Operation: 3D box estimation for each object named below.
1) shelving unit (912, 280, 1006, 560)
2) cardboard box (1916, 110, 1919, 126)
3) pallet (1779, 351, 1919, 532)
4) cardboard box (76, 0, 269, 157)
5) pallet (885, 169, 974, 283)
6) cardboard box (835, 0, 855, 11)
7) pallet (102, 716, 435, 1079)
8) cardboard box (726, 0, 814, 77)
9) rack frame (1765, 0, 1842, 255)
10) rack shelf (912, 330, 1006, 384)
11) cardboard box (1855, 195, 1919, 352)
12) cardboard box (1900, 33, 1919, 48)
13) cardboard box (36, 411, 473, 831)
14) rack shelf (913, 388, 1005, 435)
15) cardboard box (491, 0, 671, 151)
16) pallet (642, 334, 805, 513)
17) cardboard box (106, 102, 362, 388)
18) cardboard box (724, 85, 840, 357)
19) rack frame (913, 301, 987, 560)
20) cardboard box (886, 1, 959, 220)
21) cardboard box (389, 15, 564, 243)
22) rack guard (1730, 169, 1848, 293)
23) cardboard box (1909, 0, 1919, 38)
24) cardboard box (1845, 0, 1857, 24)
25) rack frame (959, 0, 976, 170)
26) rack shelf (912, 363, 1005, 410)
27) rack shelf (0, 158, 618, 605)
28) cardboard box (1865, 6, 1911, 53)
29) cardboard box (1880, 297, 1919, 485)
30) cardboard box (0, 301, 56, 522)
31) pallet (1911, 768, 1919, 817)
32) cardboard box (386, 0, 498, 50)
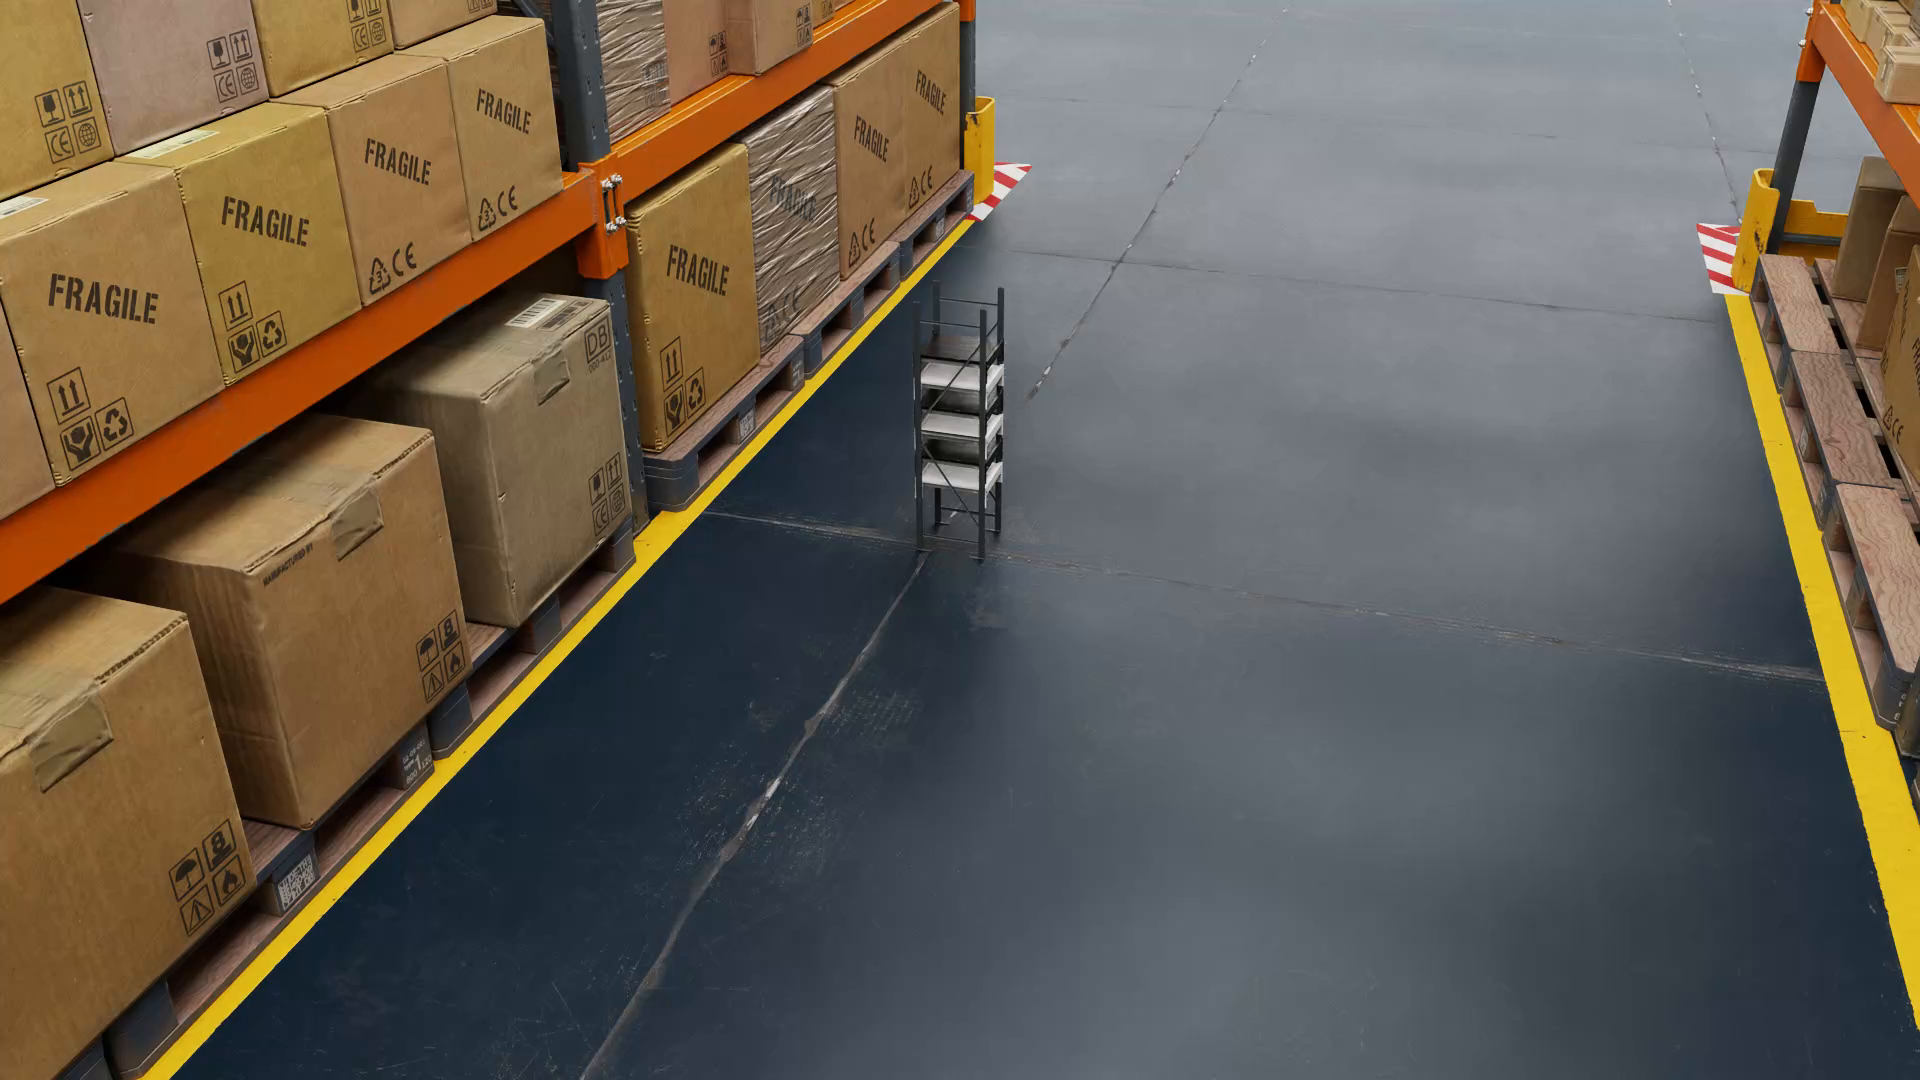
[{"bbox_3d":[-0.002,-0.389,5.524,0.258,0.900,0.210,8,30,15],"label":"shelving unit"},{"bbox_3d":[3.362,-1.384,5.410,0.380,0.149,0.250,8,30,15],"label":"cardboard box"},{"bbox_3d":[3.645,-0.324,6.115,1.003,0.211,1.213,8,30,15],"label":"pallet"},{"bbox_3d":[-2.024,-1.186,3.665,0.700,0.500,0.500,9,30,15],"label":"cardboard box"},{"bbox_3d":[-0.572,-1.669,8.533,1.003,0.211,1.213,8,30,15],"label":"pallet"},{"bbox_3d":[-0.903,-2.656,7.284,0.875,0.550,0.550,8,30,15],"label":"cardboard box"},{"bbox_3d":[-2.097,0.746,4.193,1.003,0.211,1.213,8,30,15],"label":"pallet"},{"bbox_3d":[-1.078,-2.143,6.362,0.875,0.550,0.550,8,30,15],"label":"cardboard box"},{"bbox_3d":[4.300,-2.515,7.186,1.000,3.000,0.127,8,30,15],"label":"rack frame"},{"bbox_3d":[-0.002,-0.596,5.409,0.258,0.077,0.200,8,30,15],"label":"rack shelf"},{"bbox_3d":[3.958,-1.036,6.666,0.500,0.500,0.500,17,33,28],"label":"cardboard box"},{"bbox_3d":[3.628,-1.725,6.024,0.380,0.149,0.250,8,30,15],"label":"cardboard box"},{"bbox_3d":[-1.969,0.137,4.300,1.050,0.750,0.750,8,30,15],"label":"cardboard box"},{"bbox_3d":[-0.002,-0.439,5.497,0.258,0.077,0.200,8,30,15],"label":"rack shelf"},{"bbox_3d":[-1.489,-1.650,5.476,0.875,0.550,0.550,8,30,15],"label":"cardboard box"},{"bbox_3d":[-1.288,-0.535,6.494,1.003,0.211,1.213,8,30,15],"label":"pallet"},{"bbox_3d":[-1.780,-0.705,3.828,0.500,0.500,0.500,9,30,15],"label":"cardboard box"},{"bbox_3d":[-1.074,-1.368,6.877,0.875,0.875,0.875,9,30,15],"label":"cardboard box"},{"bbox_3d":[-0.032,-0.342,5.440,0.240,0.900,0.006,8,30,15],"label":"rack frame"},{"bbox_3d":[-0.548,-2.201,8.374,0.875,0.875,0.875,9,30,15],"label":"cardboard box"},{"bbox_3d":[-1.484,-1.174,4.672,0.500,0.500,0.500,8,30,15],"label":"cardboard box"},{"bbox_3d":[4.278,-1.388,7.730,1.175,0.500,0.348,8,30,15],"label":"rack guard"},{"bbox_3d":[3.892,-1.962,5.782,0.875,0.500,0.500,8,30,15],"label":"cardboard box"},{"bbox_3d":[3.897,-2.194,6.866,0.380,0.149,0.250,8,30,15],"label":"cardboard box"},{"bbox_3d":[-0.412,-3.270,8.543,1.000,3.000,0.127,8,30,15],"label":"rack frame"},{"bbox_3d":[-0.002,-0.518,5.453,0.258,0.077,0.200,8,30,15],"label":"rack shelf"},{"bbox_3d":[-2.173,-0.167,3.705,1.077,0.370,4.000,8,30,15],"label":"rack shelf"},{"bbox_3d":[3.755,-1.961,6.447,0.380,0.149,0.250,8,30,15],"label":"cardboard box"},{"bbox_3d":[3.549,-0.495,5.693,0.500,0.500,0.500,6,30,10],"label":"cardboard box"},{"bbox_3d":[-2.075,-0.237,2.988,0.500,0.500,0.500,8,30,15],"label":"cardboard box"},{"bbox_3d":[2.899,0.924,3.872,1.003,0.211,1.213,8,30,15],"label":"pallet"},{"bbox_3d":[-1.726,-1.660,4.518,0.700,0.500,0.500,8,30,14],"label":"cardboard box"}]
